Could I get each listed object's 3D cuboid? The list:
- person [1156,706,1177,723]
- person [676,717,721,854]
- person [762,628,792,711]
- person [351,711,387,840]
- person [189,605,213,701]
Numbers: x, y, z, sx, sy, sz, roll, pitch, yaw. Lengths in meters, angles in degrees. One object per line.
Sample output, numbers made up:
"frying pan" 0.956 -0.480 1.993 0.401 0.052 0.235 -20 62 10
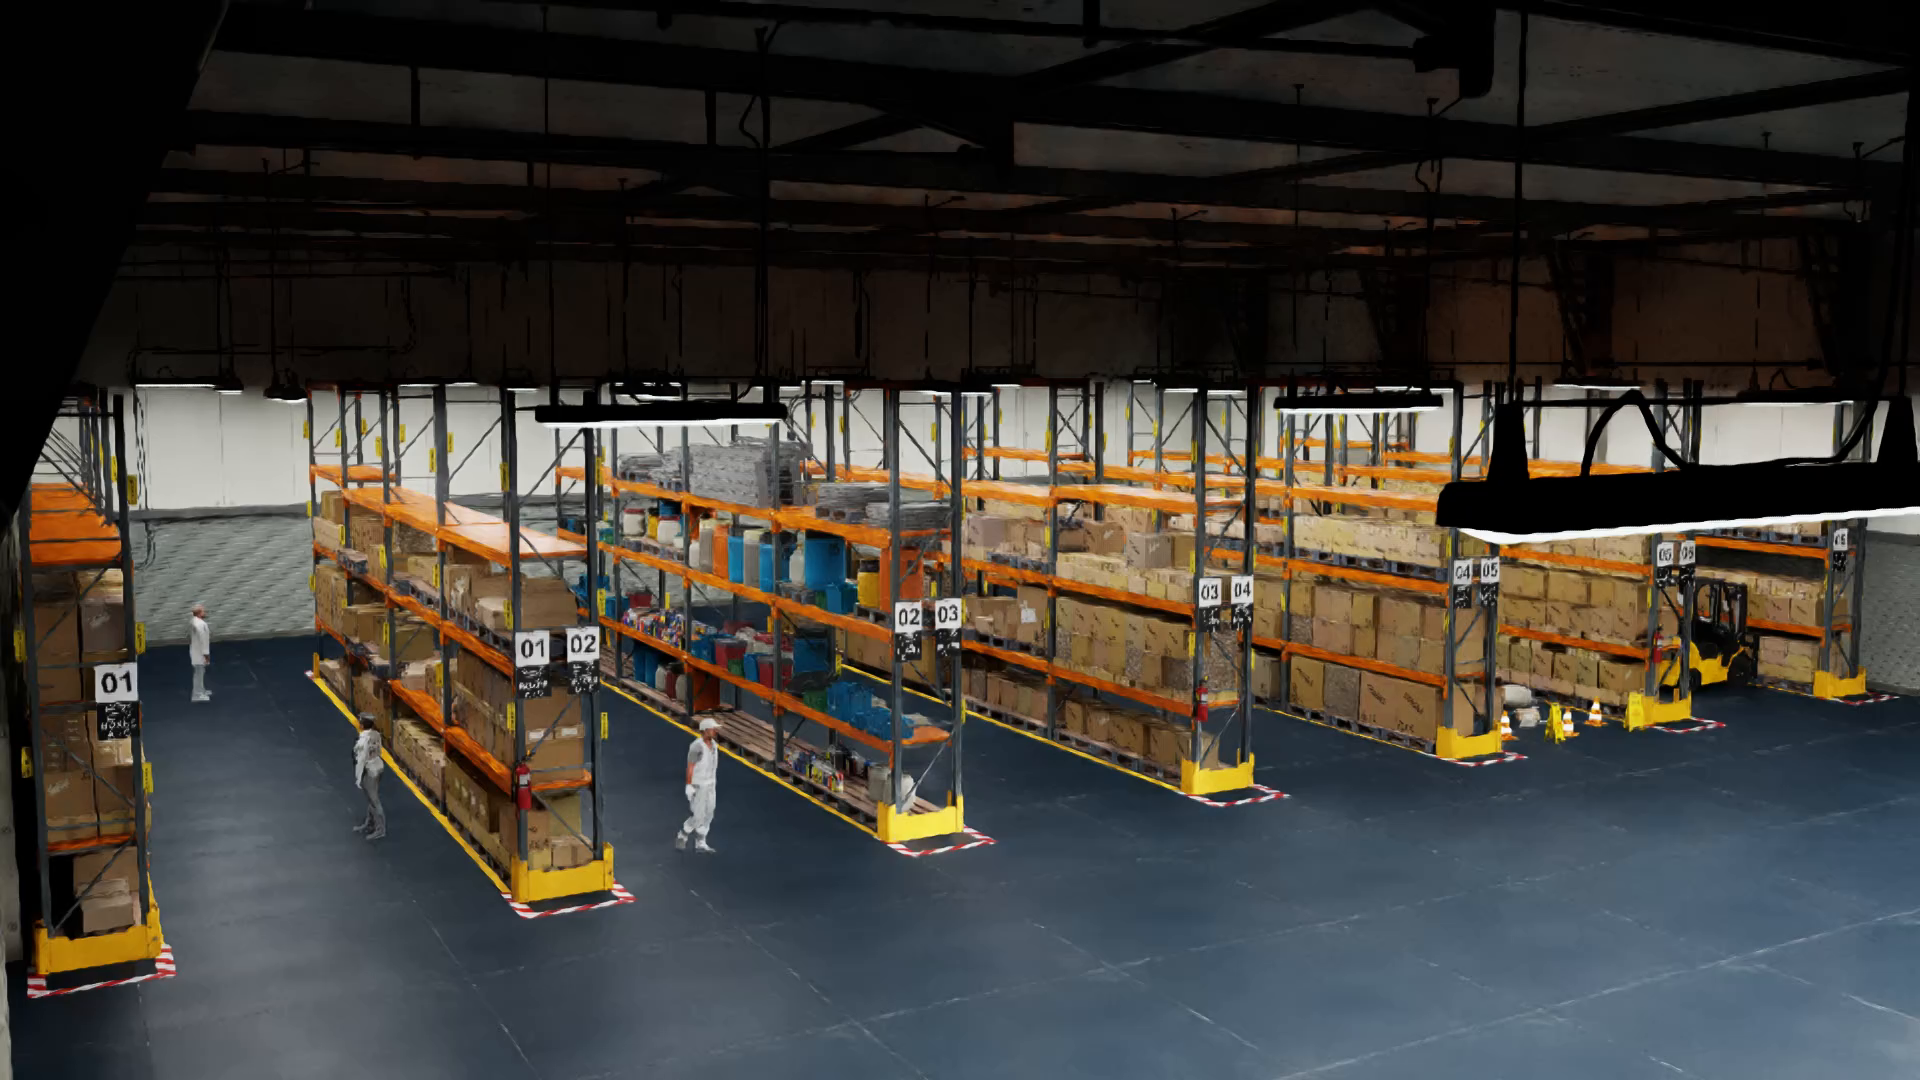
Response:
"person" 3.515 2.452 28.004 0.623 1.776 0.398 6 8 43
"person" -3.380 3.169 21.484 0.573 1.780 0.591 3 7 26
"person" -3.345 2.335 30.356 0.419 1.514 1.038 -4 7 -31
"person" -7.923 3.125 22.243 0.544 1.667 0.573 0 6 3
"person" -14.279 2.101 31.271 0.440 1.785 0.701 -5 8 -37
